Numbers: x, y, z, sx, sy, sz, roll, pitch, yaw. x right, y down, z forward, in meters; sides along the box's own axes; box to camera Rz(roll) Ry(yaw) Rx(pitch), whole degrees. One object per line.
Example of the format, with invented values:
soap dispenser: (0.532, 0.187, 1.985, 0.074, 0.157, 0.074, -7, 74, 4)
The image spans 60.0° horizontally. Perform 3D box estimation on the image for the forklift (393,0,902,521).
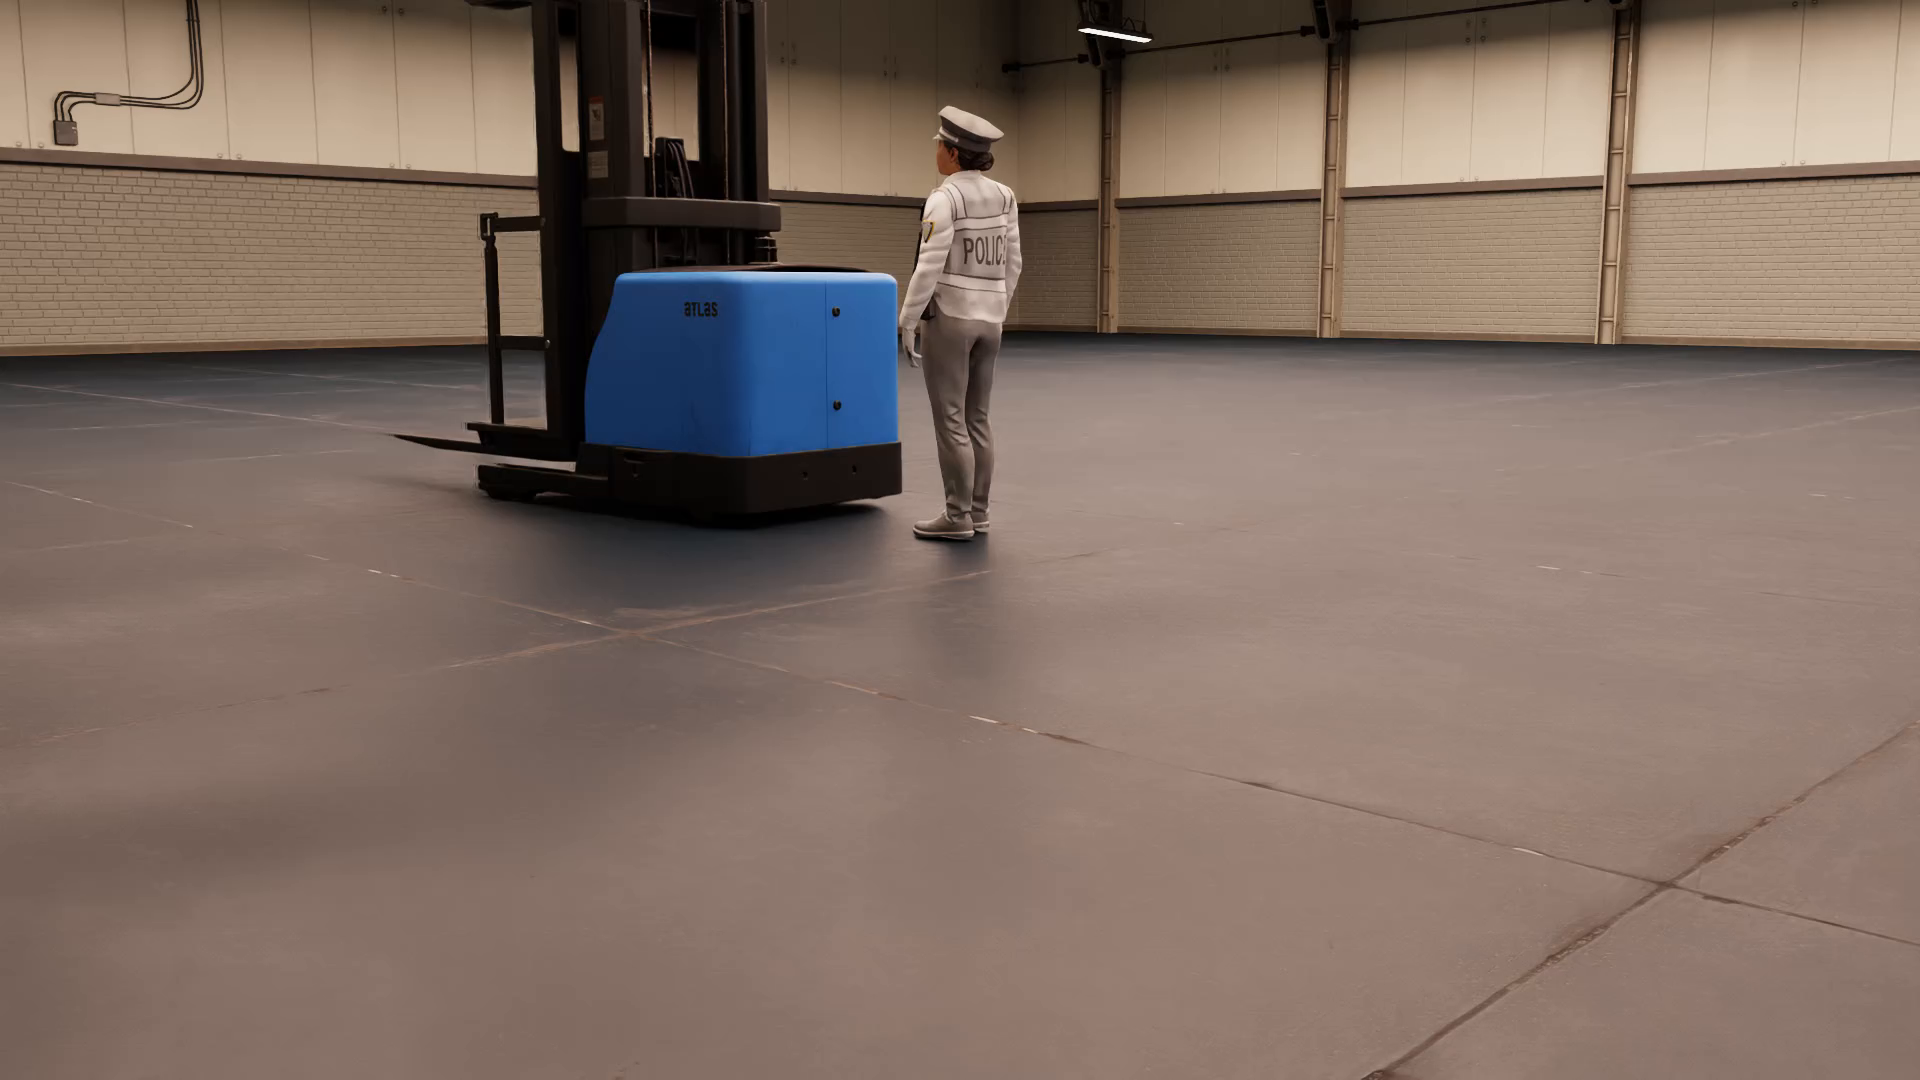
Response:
forklift: (-1.710, -1.686, 8.074, 3.031, 2.935, 1.130, 7, 11, 41)

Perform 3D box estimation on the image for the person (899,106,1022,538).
person: (-0.044, -0.853, 6.641, 0.534, 1.696, 0.587, 8, 12, 43)
